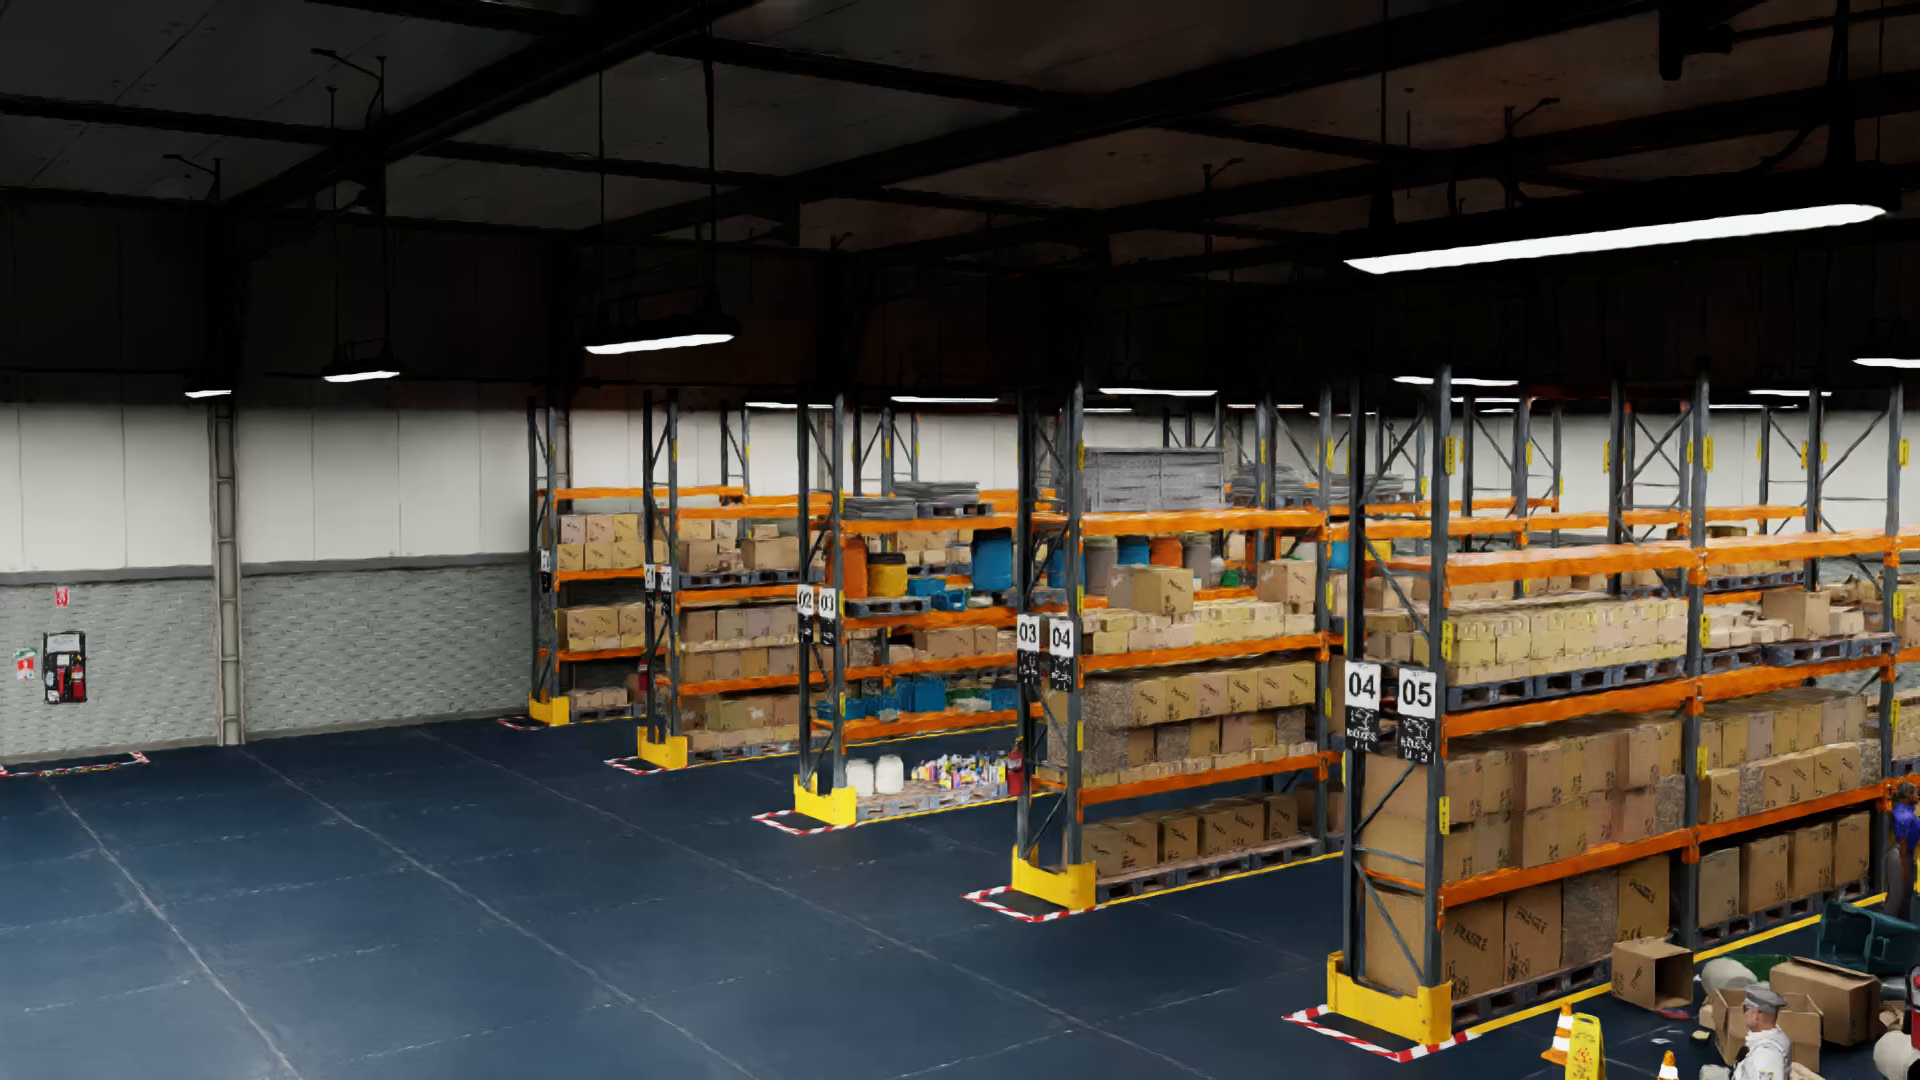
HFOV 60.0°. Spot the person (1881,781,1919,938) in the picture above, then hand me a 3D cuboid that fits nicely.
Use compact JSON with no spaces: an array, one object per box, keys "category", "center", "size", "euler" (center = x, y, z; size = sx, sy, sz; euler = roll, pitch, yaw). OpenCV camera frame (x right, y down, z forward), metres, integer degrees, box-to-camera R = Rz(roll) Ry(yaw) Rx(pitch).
[{"category":"person","center":[9.740,3.307,17.112],"size":[0.443,1.661,0.546],"euler":[2,4,30]}]

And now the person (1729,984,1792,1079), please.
[{"category":"person","center":[5.089,3.683,10.377],"size":[0.549,1.750,0.653],"euler":[2,4,27]}]
